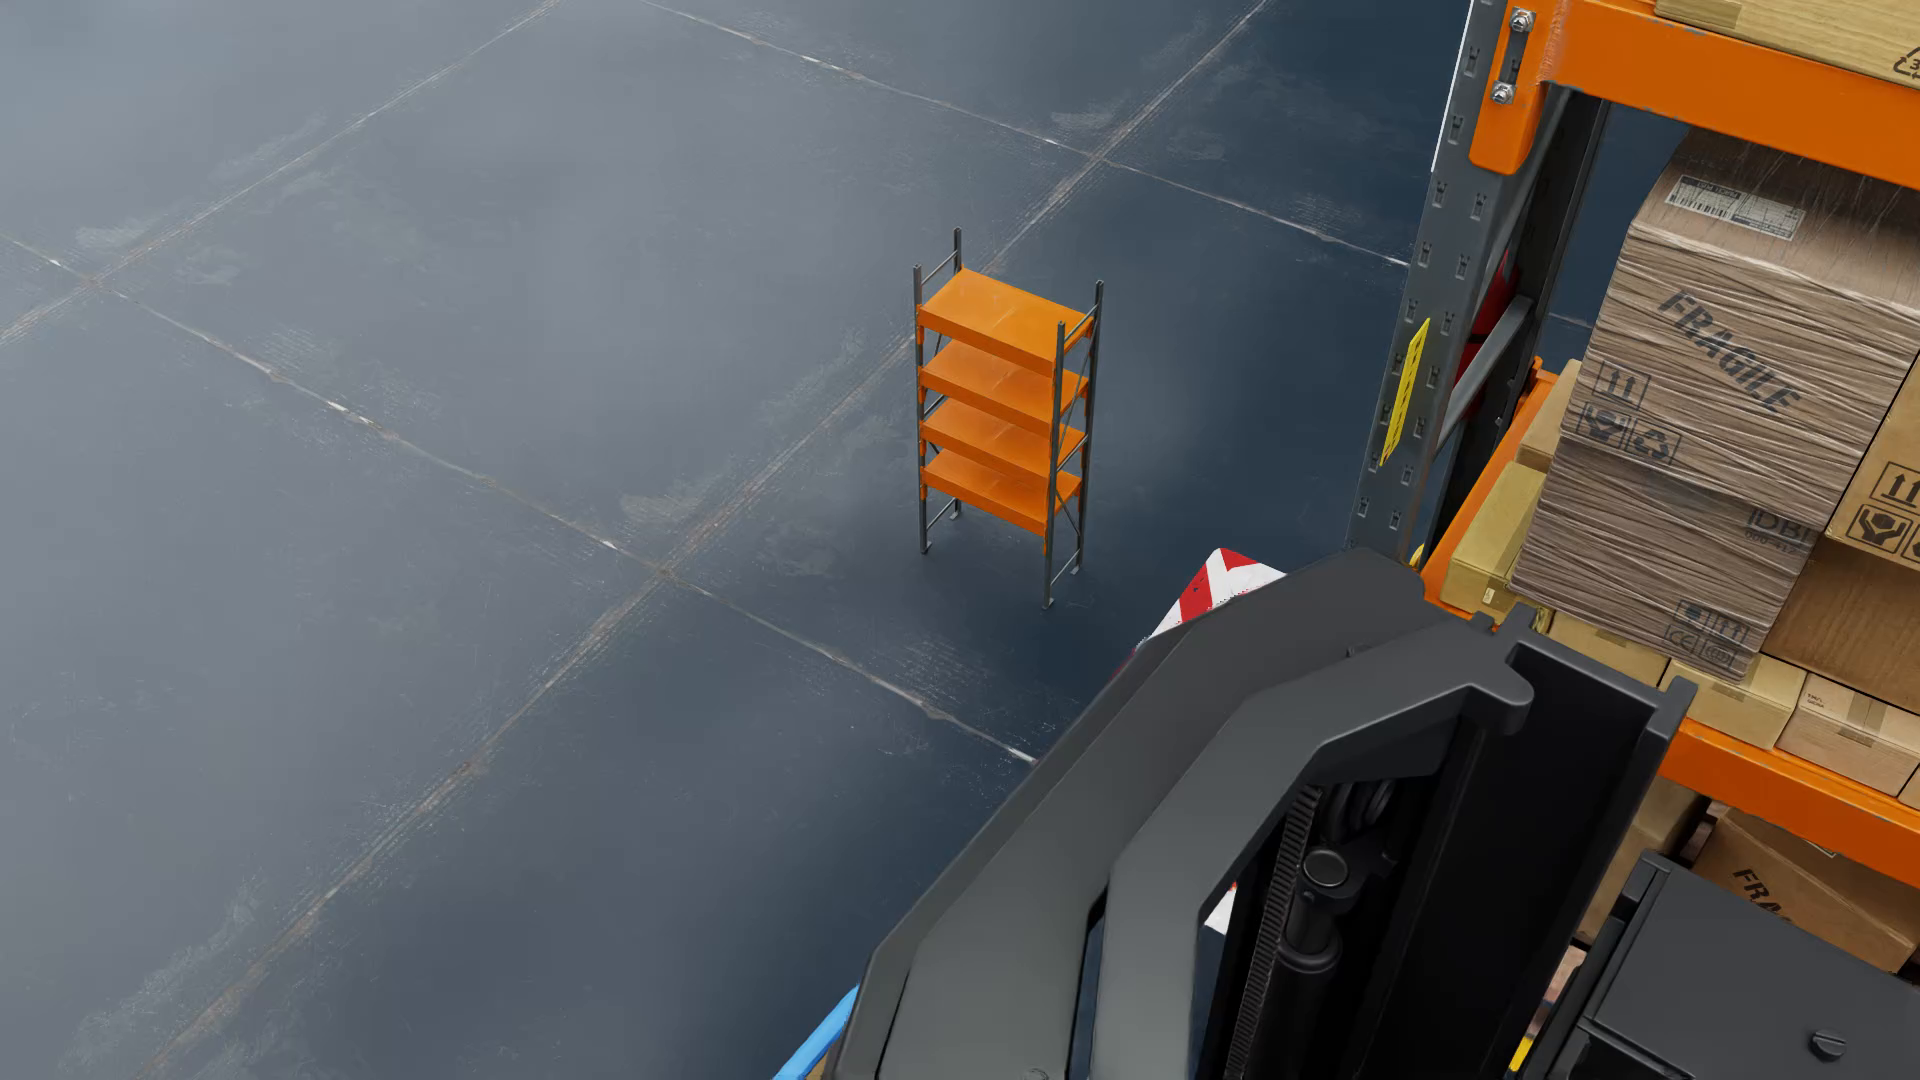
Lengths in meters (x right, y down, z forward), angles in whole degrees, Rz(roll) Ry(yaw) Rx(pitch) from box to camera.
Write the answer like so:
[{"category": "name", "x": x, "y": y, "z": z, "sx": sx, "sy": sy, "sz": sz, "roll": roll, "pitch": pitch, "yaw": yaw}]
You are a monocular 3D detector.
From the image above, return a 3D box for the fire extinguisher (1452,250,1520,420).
[{"category": "fire extinguisher", "x": 1.339, "y": -0.616, "z": 4.311, "sx": 0.183, "sy": 0.674, "sz": 0.296, "roll": 25, "pitch": 51, "yaw": 22}]

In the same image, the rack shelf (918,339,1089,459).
[{"category": "rack shelf", "x": 0.139, "y": -0.463, "z": 5.145, "sx": 0.480, "sy": 0.148, "sz": 0.258, "roll": 25, "pitch": 51, "yaw": 22}]

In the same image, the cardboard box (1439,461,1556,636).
[{"category": "cardboard box", "x": 1.298, "y": 0.022, "z": 3.813, "sx": 0.250, "sy": 0.149, "sz": 0.380, "roll": 25, "pitch": 51, "yaw": 22}]

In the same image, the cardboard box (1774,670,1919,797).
[{"category": "cardboard box", "x": 1.922, "y": 0.320, "z": 3.523, "sx": 0.250, "sy": 0.149, "sz": 0.380, "roll": 25, "pitch": 51, "yaw": 22}]

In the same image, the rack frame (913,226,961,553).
[{"category": "rack frame", "x": -0.066, "y": -0.449, "z": 5.349, "sx": 0.015, "sy": 1.200, "sz": 0.240, "roll": 25, "pitch": 51, "yaw": 22}]

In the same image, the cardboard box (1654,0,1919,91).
[{"category": "cardboard box", "x": 1.452, "y": -0.971, "z": 2.615, "sx": 0.500, "sy": 0.250, "sz": 0.500, "roll": 26, "pitch": 51, "yaw": 23}]

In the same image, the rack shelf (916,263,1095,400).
[{"category": "rack shelf", "x": 0.139, "y": -0.628, "z": 4.976, "sx": 0.480, "sy": 0.148, "sz": 0.258, "roll": 25, "pitch": 51, "yaw": 22}]

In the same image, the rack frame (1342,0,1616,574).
[{"category": "rack frame", "x": 1.186, "y": -0.320, "z": 3.970, "sx": 0.127, "sy": 3.000, "sz": 1.000, "roll": 25, "pitch": 51, "yaw": 22}]

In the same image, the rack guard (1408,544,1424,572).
[{"category": "rack guard", "x": 1.250, "y": 0.580, "z": 4.838, "sx": 0.348, "sy": 0.500, "sz": 1.175, "roll": 25, "pitch": 51, "yaw": 22}]

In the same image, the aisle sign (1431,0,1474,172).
[{"category": "aisle sign", "x": 0.972, "y": -1.069, "z": 2.885, "sx": 0.004, "sy": 0.787, "sz": 0.394, "roll": 25, "pitch": 51, "yaw": 22}]

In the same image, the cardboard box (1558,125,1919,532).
[{"category": "cardboard box", "x": 1.502, "y": -0.430, "z": 3.102, "sx": 0.500, "sy": 0.500, "sz": 0.500, "roll": 25, "pitch": 51, "yaw": 22}]

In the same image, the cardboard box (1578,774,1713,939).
[{"category": "cardboard box", "x": 1.703, "y": 0.656, "z": 4.471, "sx": 0.500, "sy": 0.500, "sz": 0.500, "roll": 34, "pitch": 55, "yaw": 29}]

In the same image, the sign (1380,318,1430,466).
[{"category": "sign", "x": 0.894, "y": -0.294, "z": 3.341, "sx": 0.005, "sy": 0.325, "sz": 0.100, "roll": 25, "pitch": 51, "yaw": 22}]

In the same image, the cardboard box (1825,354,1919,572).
[{"category": "cardboard box", "x": 1.919, "y": -0.232, "z": 2.909, "sx": 0.500, "sy": 0.500, "sz": 0.500, "roll": 25, "pitch": 51, "yaw": 22}]

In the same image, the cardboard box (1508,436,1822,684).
[{"category": "cardboard box", "x": 1.635, "y": -0.229, "z": 3.604, "sx": 0.500, "sy": 0.500, "sz": 0.875, "roll": 25, "pitch": 51, "yaw": 22}]

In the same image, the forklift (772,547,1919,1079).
[{"category": "forklift", "x": 0.721, "y": 1.513, "z": 2.236, "sx": 3.031, "sy": 2.935, "sz": 1.130, "roll": 28, "pitch": 52, "yaw": 25}]

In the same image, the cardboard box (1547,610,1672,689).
[{"category": "cardboard box", "x": 1.498, "y": 0.130, "z": 3.707, "sx": 0.250, "sy": 0.149, "sz": 0.380, "roll": 25, "pitch": 51, "yaw": 22}]

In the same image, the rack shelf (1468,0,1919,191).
[{"category": "rack shelf", "x": 2.870, "y": -0.341, "z": 2.399, "sx": 4.000, "sy": 0.370, "sz": 1.077, "roll": 25, "pitch": 51, "yaw": 22}]

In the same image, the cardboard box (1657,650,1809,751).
[{"category": "cardboard box", "x": 1.700, "y": 0.236, "z": 3.604, "sx": 0.250, "sy": 0.149, "sz": 0.380, "roll": 25, "pitch": 51, "yaw": 22}]

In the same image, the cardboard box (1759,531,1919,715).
[{"category": "cardboard box", "x": 2.120, "y": -0.108, "z": 3.486, "sx": 0.500, "sy": 0.500, "sz": 0.875, "roll": 25, "pitch": 51, "yaw": 22}]

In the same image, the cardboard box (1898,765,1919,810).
[{"category": "cardboard box", "x": 2.128, "y": 0.421, "z": 3.424, "sx": 0.250, "sy": 0.149, "sz": 0.380, "roll": 25, "pitch": 51, "yaw": 22}]

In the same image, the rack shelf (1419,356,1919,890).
[{"category": "rack shelf", "x": 2.870, "y": 0.705, "z": 3.475, "sx": 4.000, "sy": 0.370, "sz": 1.077, "roll": 25, "pitch": 51, "yaw": 22}]

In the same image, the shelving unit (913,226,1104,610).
[{"category": "shelving unit", "x": 0.139, "y": -0.354, "z": 5.257, "sx": 0.503, "sy": 1.200, "sz": 0.258, "roll": 25, "pitch": 51, "yaw": 22}]

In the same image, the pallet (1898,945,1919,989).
[{"category": "pallet", "x": 2.938, "y": 1.490, "z": 4.155, "sx": 1.213, "sy": 0.211, "sz": 1.003, "roll": 25, "pitch": 51, "yaw": 22}]

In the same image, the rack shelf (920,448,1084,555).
[{"category": "rack shelf", "x": 0.139, "y": -0.169, "z": 5.448, "sx": 0.480, "sy": 0.148, "sz": 0.258, "roll": 25, "pitch": 51, "yaw": 22}]

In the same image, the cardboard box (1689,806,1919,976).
[{"category": "cardboard box", "x": 2.225, "y": 0.867, "z": 4.266, "sx": 0.500, "sy": 0.500, "sz": 0.500, "roll": -33, "pitch": 54, "yaw": -28}]

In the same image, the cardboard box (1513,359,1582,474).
[{"category": "cardboard box", "x": 1.538, "y": -0.247, "z": 4.074, "sx": 0.250, "sy": 0.149, "sz": 0.380, "roll": 25, "pitch": 51, "yaw": 22}]

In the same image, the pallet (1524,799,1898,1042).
[{"category": "pallet", "x": 1.915, "y": 1.017, "z": 4.615, "sx": 1.213, "sy": 0.211, "sz": 1.003, "roll": 25, "pitch": 51, "yaw": 22}]

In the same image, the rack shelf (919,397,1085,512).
[{"category": "rack shelf", "x": 0.139, "y": -0.307, "z": 5.306, "sx": 0.480, "sy": 0.148, "sz": 0.258, "roll": 25, "pitch": 51, "yaw": 22}]

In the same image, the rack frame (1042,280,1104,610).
[{"category": "rack frame", "x": 0.345, "y": -0.260, "z": 5.166, "sx": 0.015, "sy": 1.200, "sz": 0.240, "roll": 25, "pitch": 51, "yaw": 22}]
